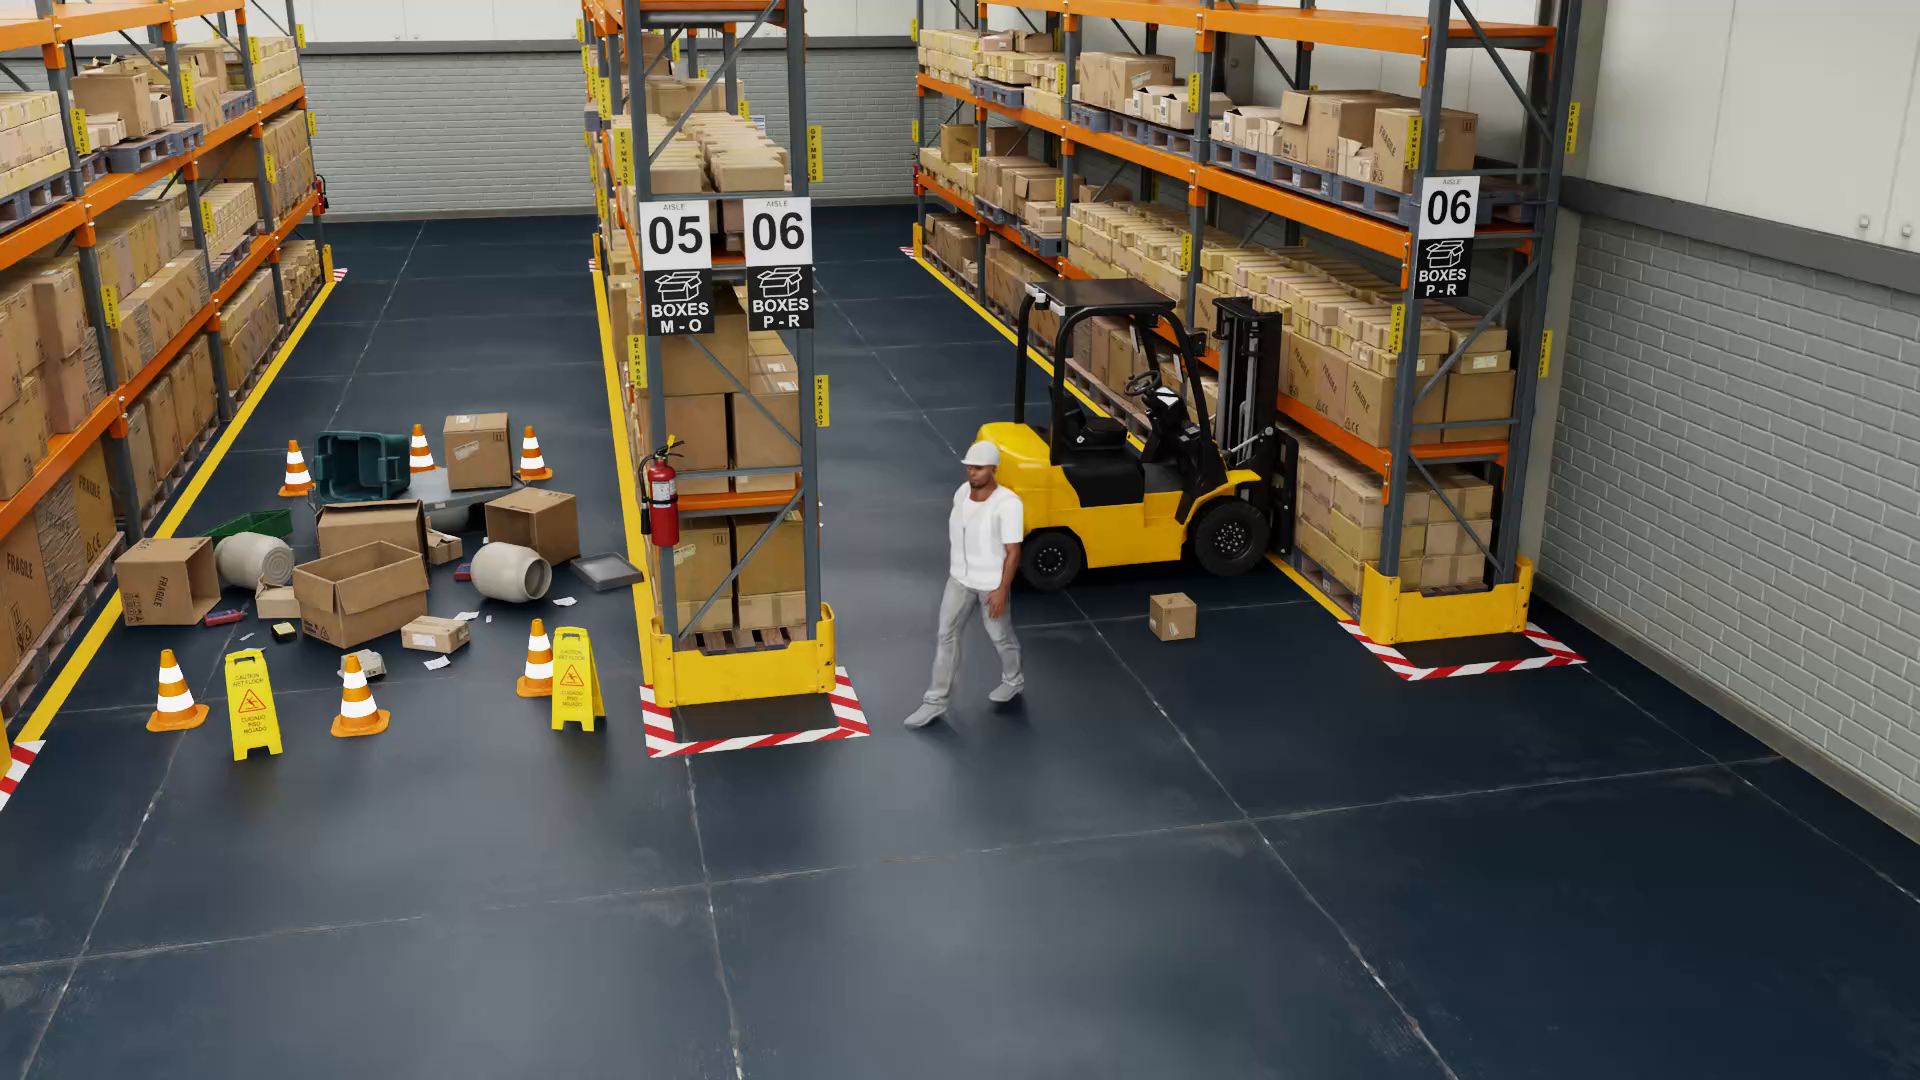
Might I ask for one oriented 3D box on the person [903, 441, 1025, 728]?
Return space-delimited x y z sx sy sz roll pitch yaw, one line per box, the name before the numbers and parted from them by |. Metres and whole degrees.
person | 0.078 0.267 10.271 0.610 1.758 0.884 15 25 37
